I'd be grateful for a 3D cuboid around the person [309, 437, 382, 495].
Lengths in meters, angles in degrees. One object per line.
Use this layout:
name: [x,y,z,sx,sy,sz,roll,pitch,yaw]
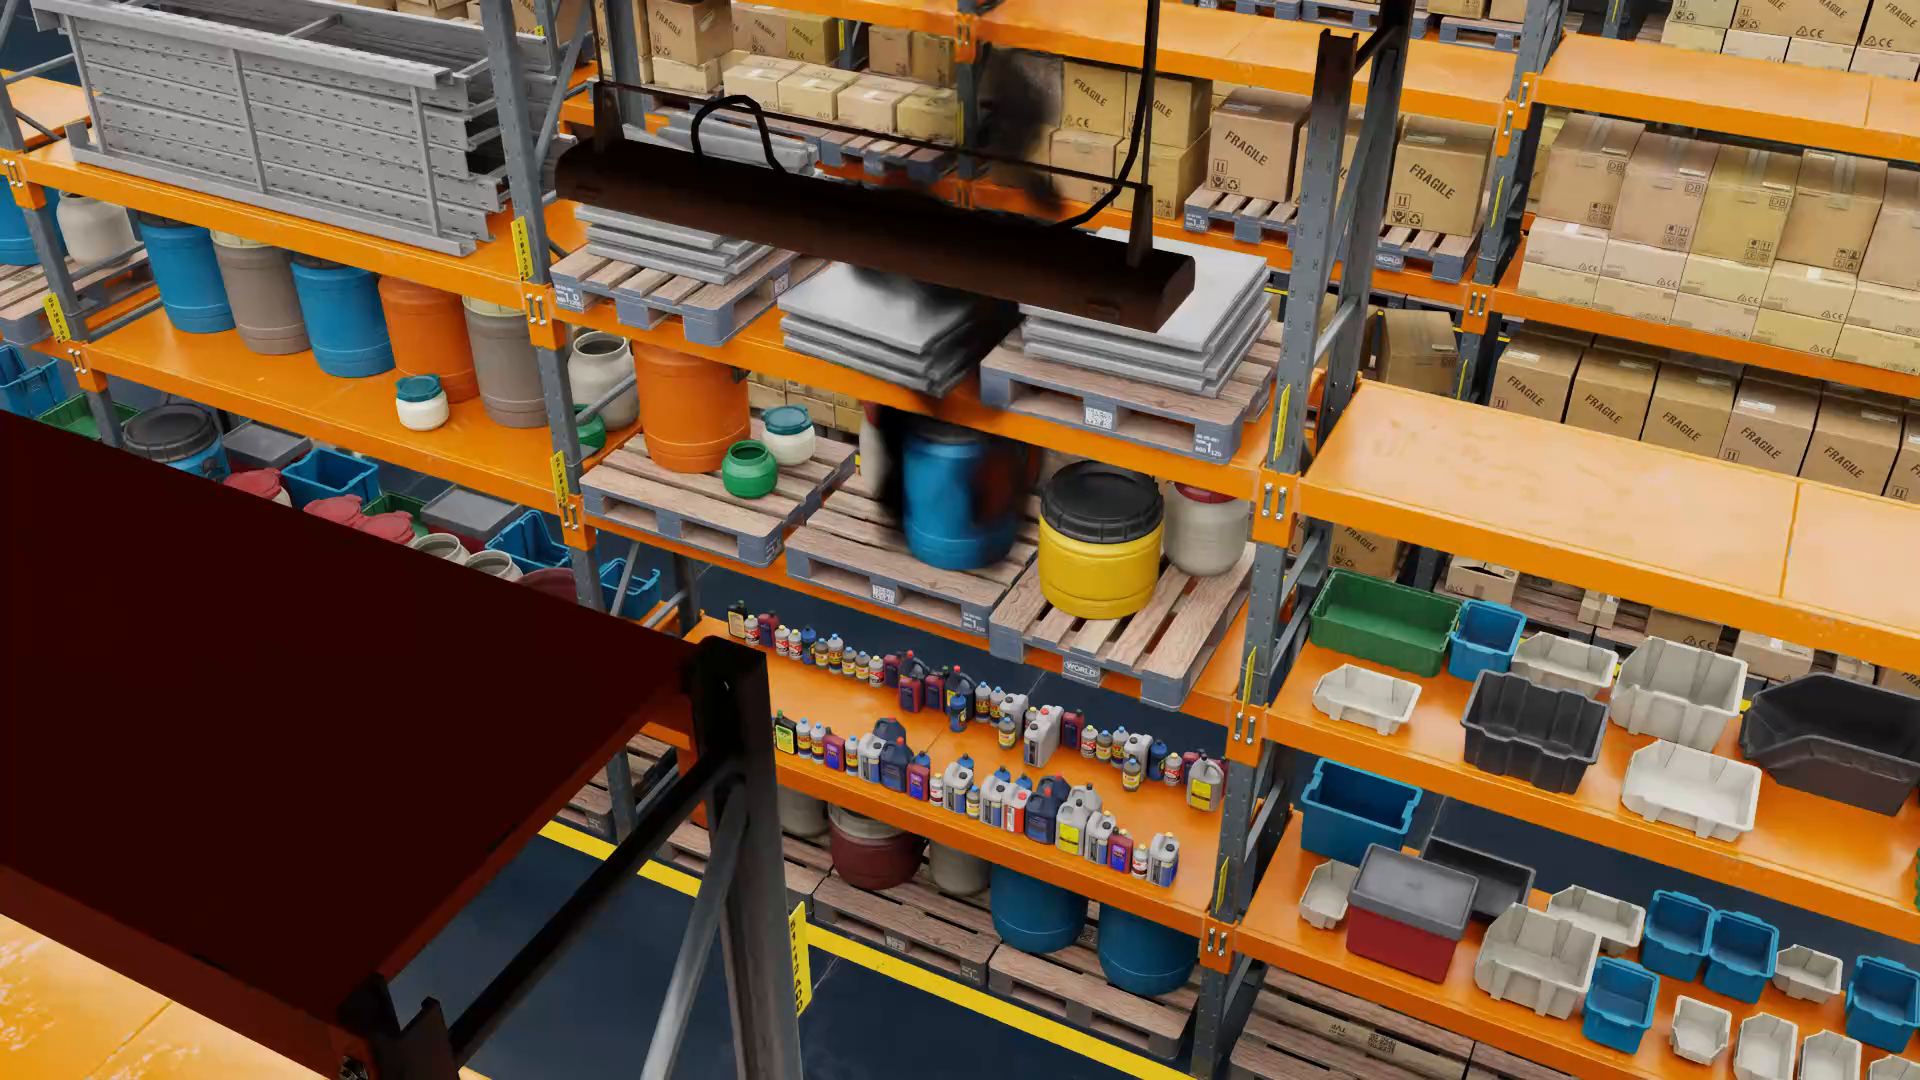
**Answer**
person: [-5.079,-0.851,13.574,0.896,1.836,0.681,17,38,22]
